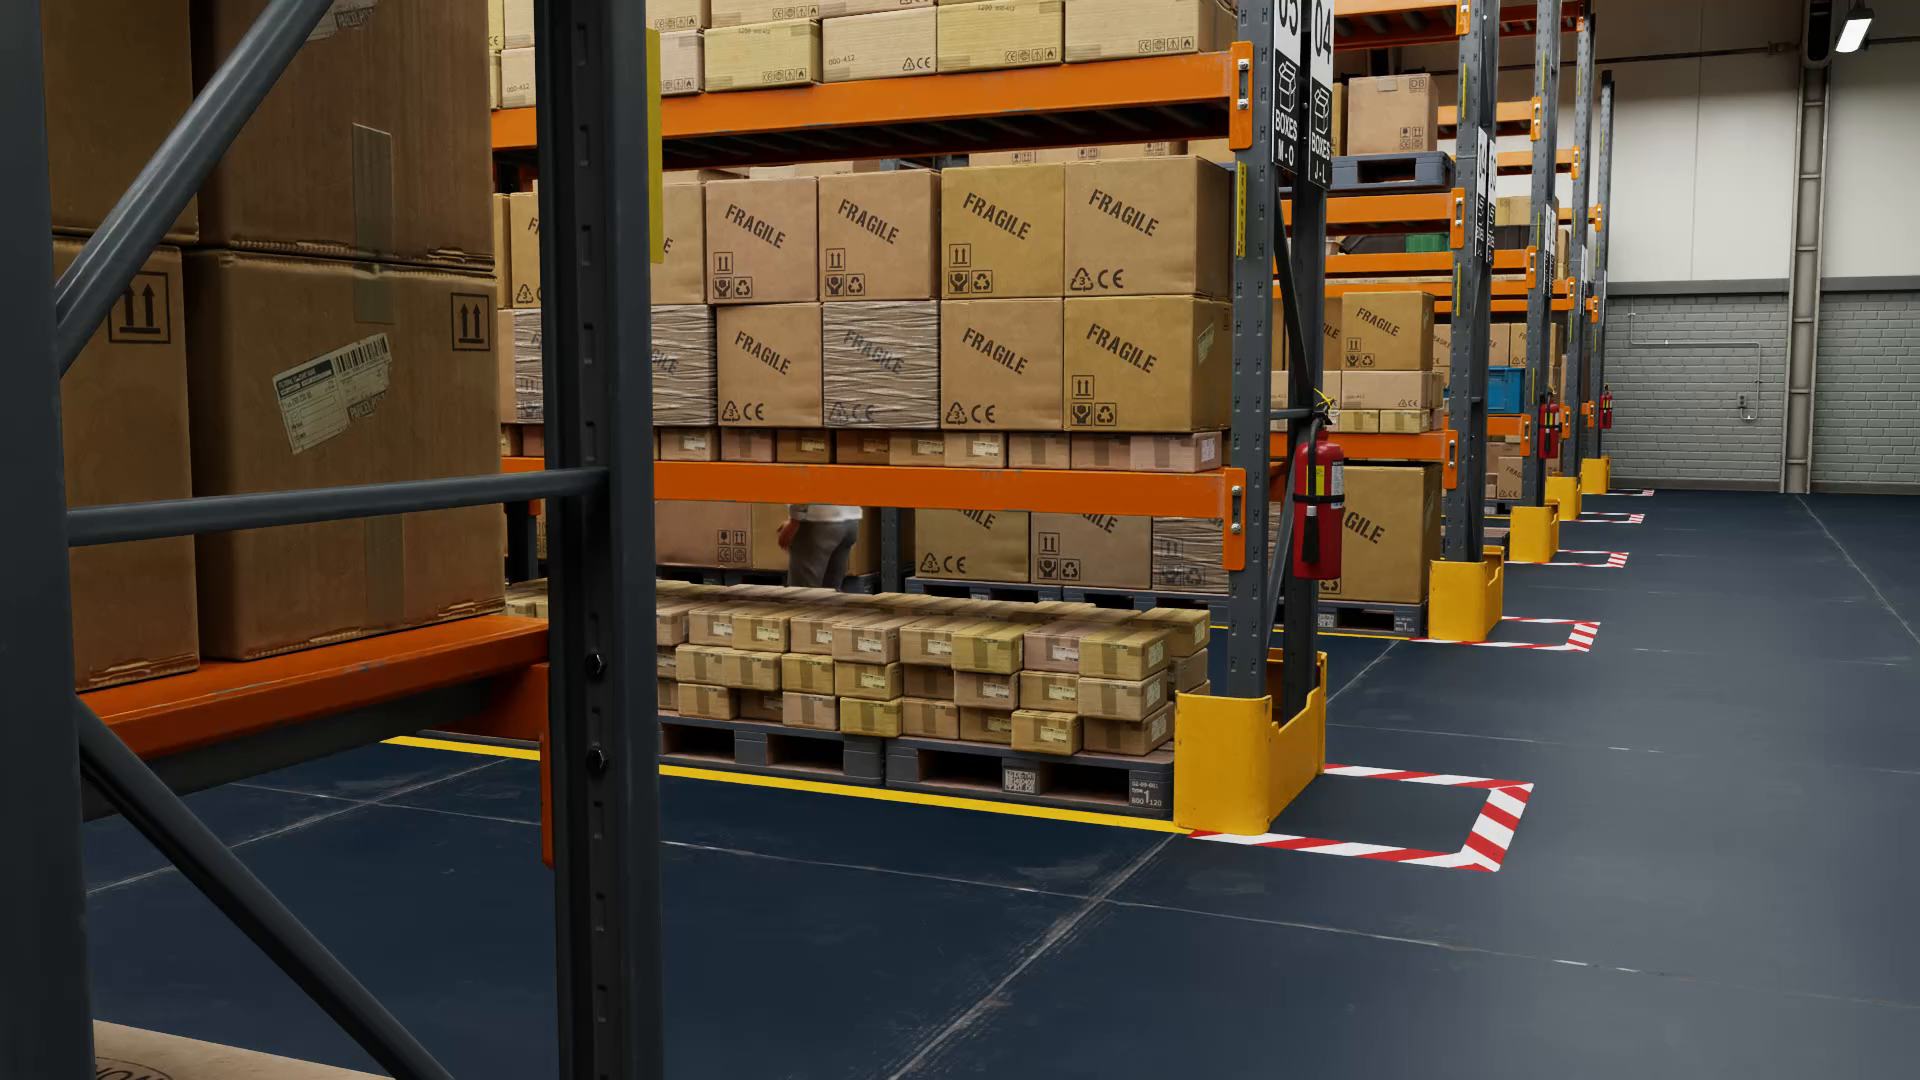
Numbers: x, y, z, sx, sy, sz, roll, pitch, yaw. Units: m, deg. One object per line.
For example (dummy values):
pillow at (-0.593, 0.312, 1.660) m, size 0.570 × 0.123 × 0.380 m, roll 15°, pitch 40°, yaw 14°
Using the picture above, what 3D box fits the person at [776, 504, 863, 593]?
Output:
person at (-0.759, -0.095, 9.009) m, size 0.389 × 1.759 × 0.540 m, roll 3°, pitch 6°, yaw 25°
